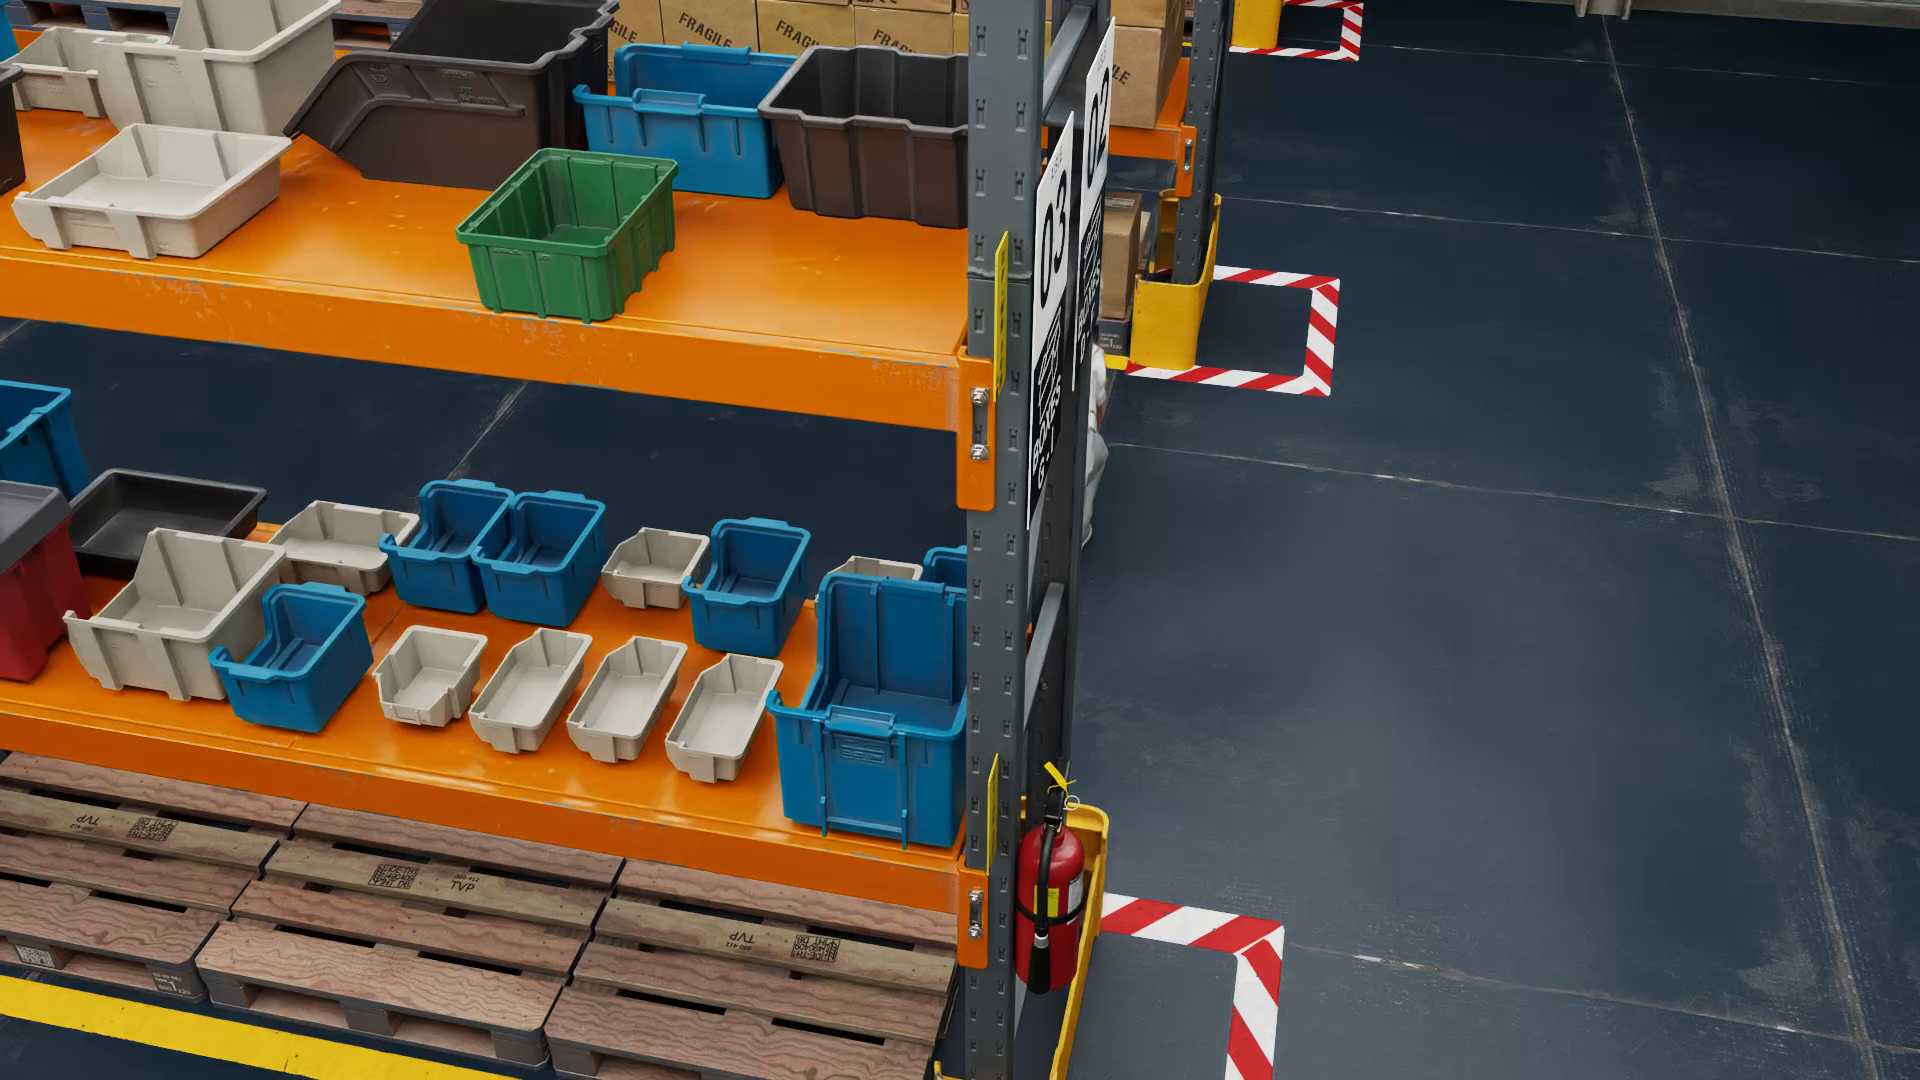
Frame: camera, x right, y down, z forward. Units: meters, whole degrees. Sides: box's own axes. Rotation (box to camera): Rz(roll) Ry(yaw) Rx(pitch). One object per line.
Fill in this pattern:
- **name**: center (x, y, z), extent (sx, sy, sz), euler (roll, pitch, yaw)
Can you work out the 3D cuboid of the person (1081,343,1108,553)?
- **person**: center (0.402, -0.503, 7.447), extent (0.532, 1.027, 0.968), euler (6, 37, 9)
